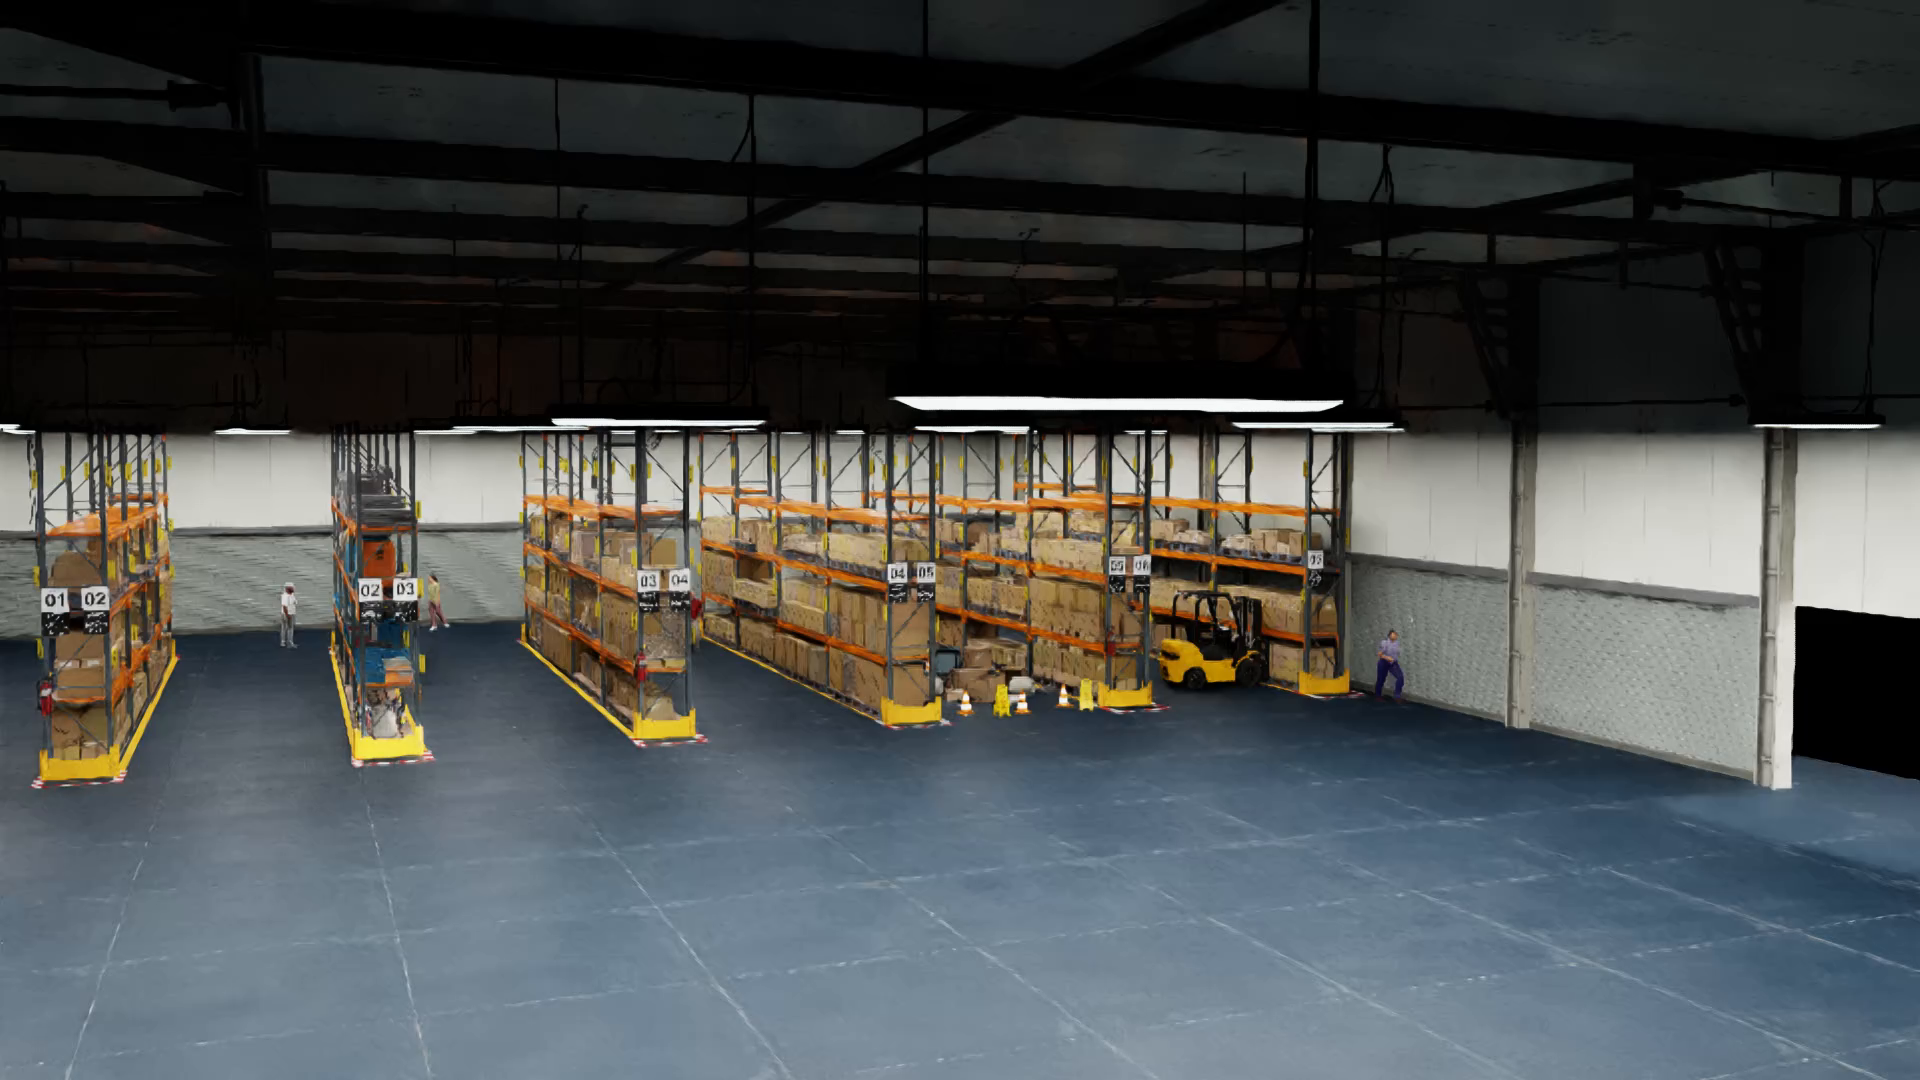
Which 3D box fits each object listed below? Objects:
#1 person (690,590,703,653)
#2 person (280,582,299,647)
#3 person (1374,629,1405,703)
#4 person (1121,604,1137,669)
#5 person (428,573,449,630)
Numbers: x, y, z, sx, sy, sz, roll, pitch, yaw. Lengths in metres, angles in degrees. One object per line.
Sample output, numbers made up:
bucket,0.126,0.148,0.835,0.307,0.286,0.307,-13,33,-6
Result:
person,-7.120,2.142,44.073,0.681,1.662,0.861,-1,4,-17
person,-18.275,2.020,45.195,0.504,1.766,0.568,1,4,13
person,9.270,2.692,35.874,0.635,1.588,0.800,-1,4,-16
person,4.068,2.379,40.091,0.415,1.669,0.578,1,4,13
person,-15.507,1.810,49.312,0.486,1.667,0.655,2,4,27
